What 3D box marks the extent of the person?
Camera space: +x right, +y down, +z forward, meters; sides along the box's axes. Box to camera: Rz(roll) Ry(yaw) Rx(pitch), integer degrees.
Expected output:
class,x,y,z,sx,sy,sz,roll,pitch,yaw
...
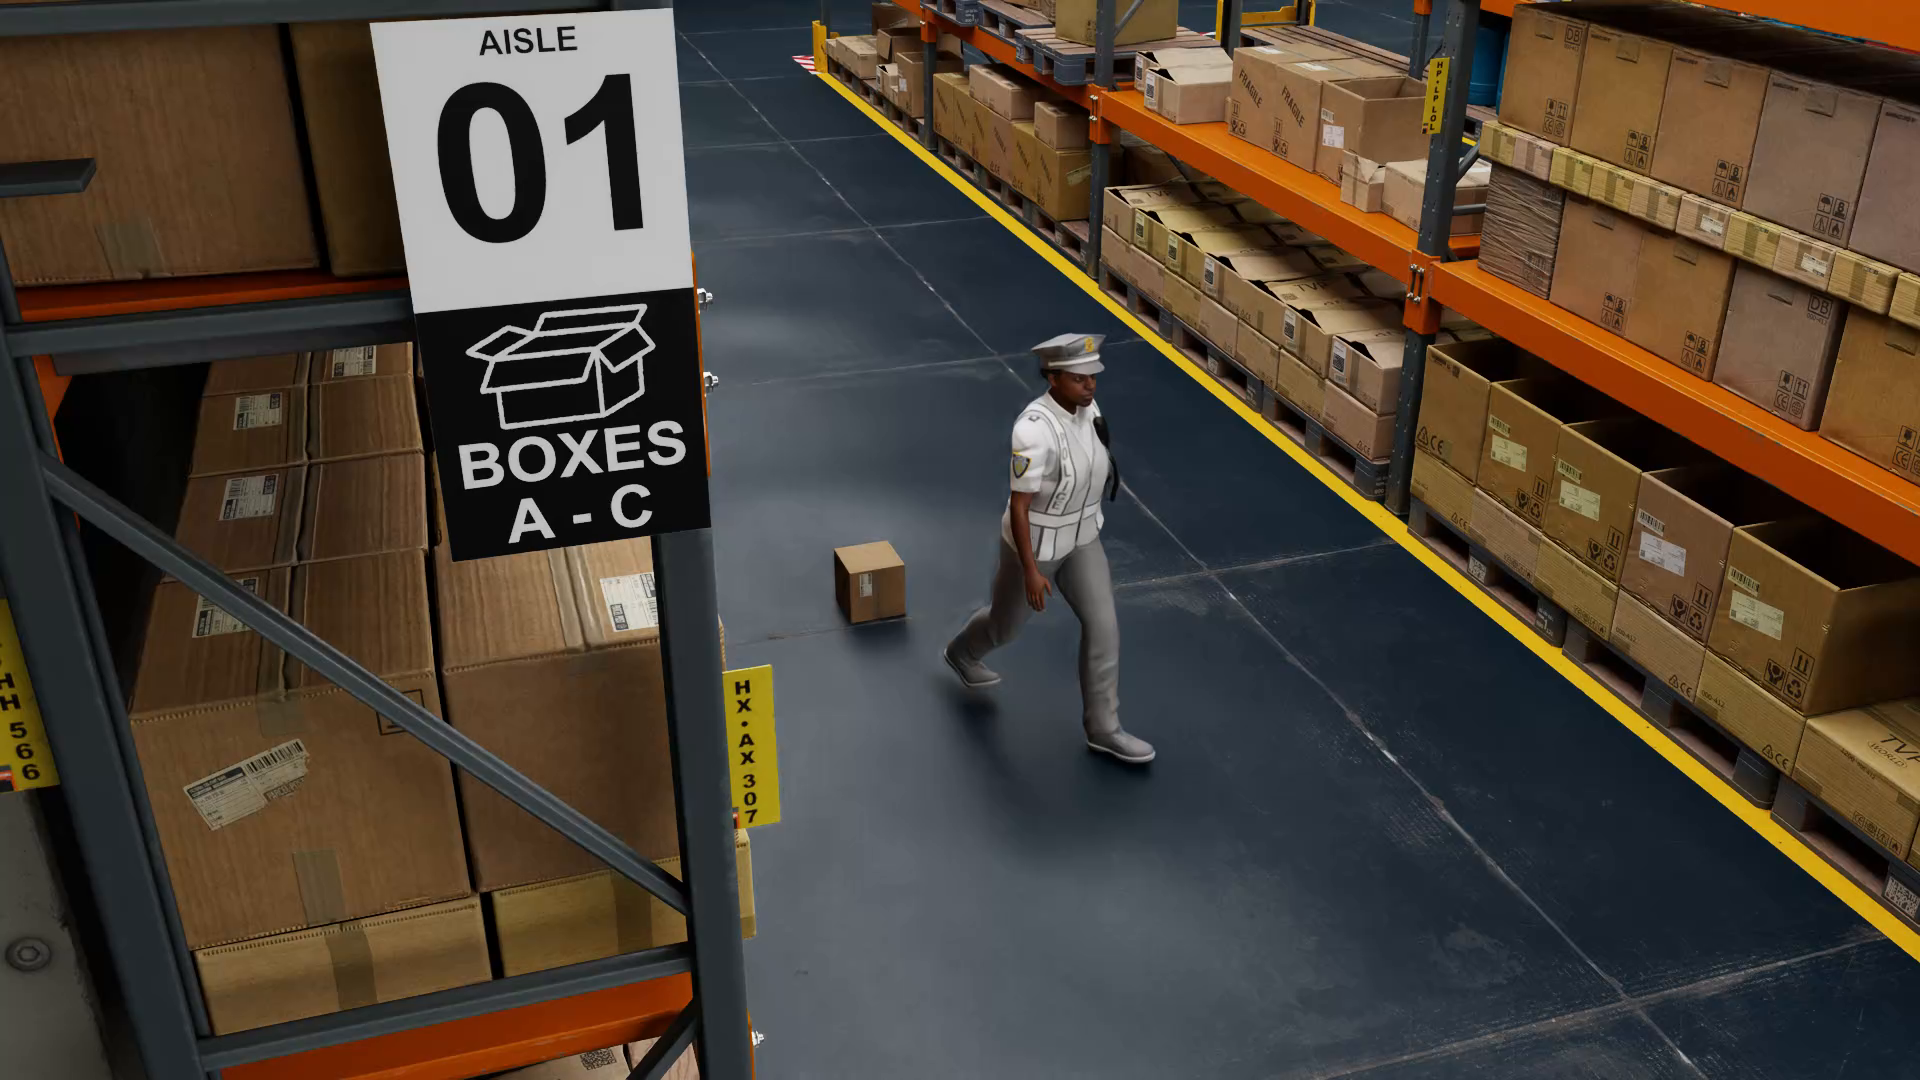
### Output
class,x,y,z,sx,sy,sz,roll,pitch,yaw
person,0.317,-0.011,6.118,0.467,1.634,0.991,-22,34,-37
